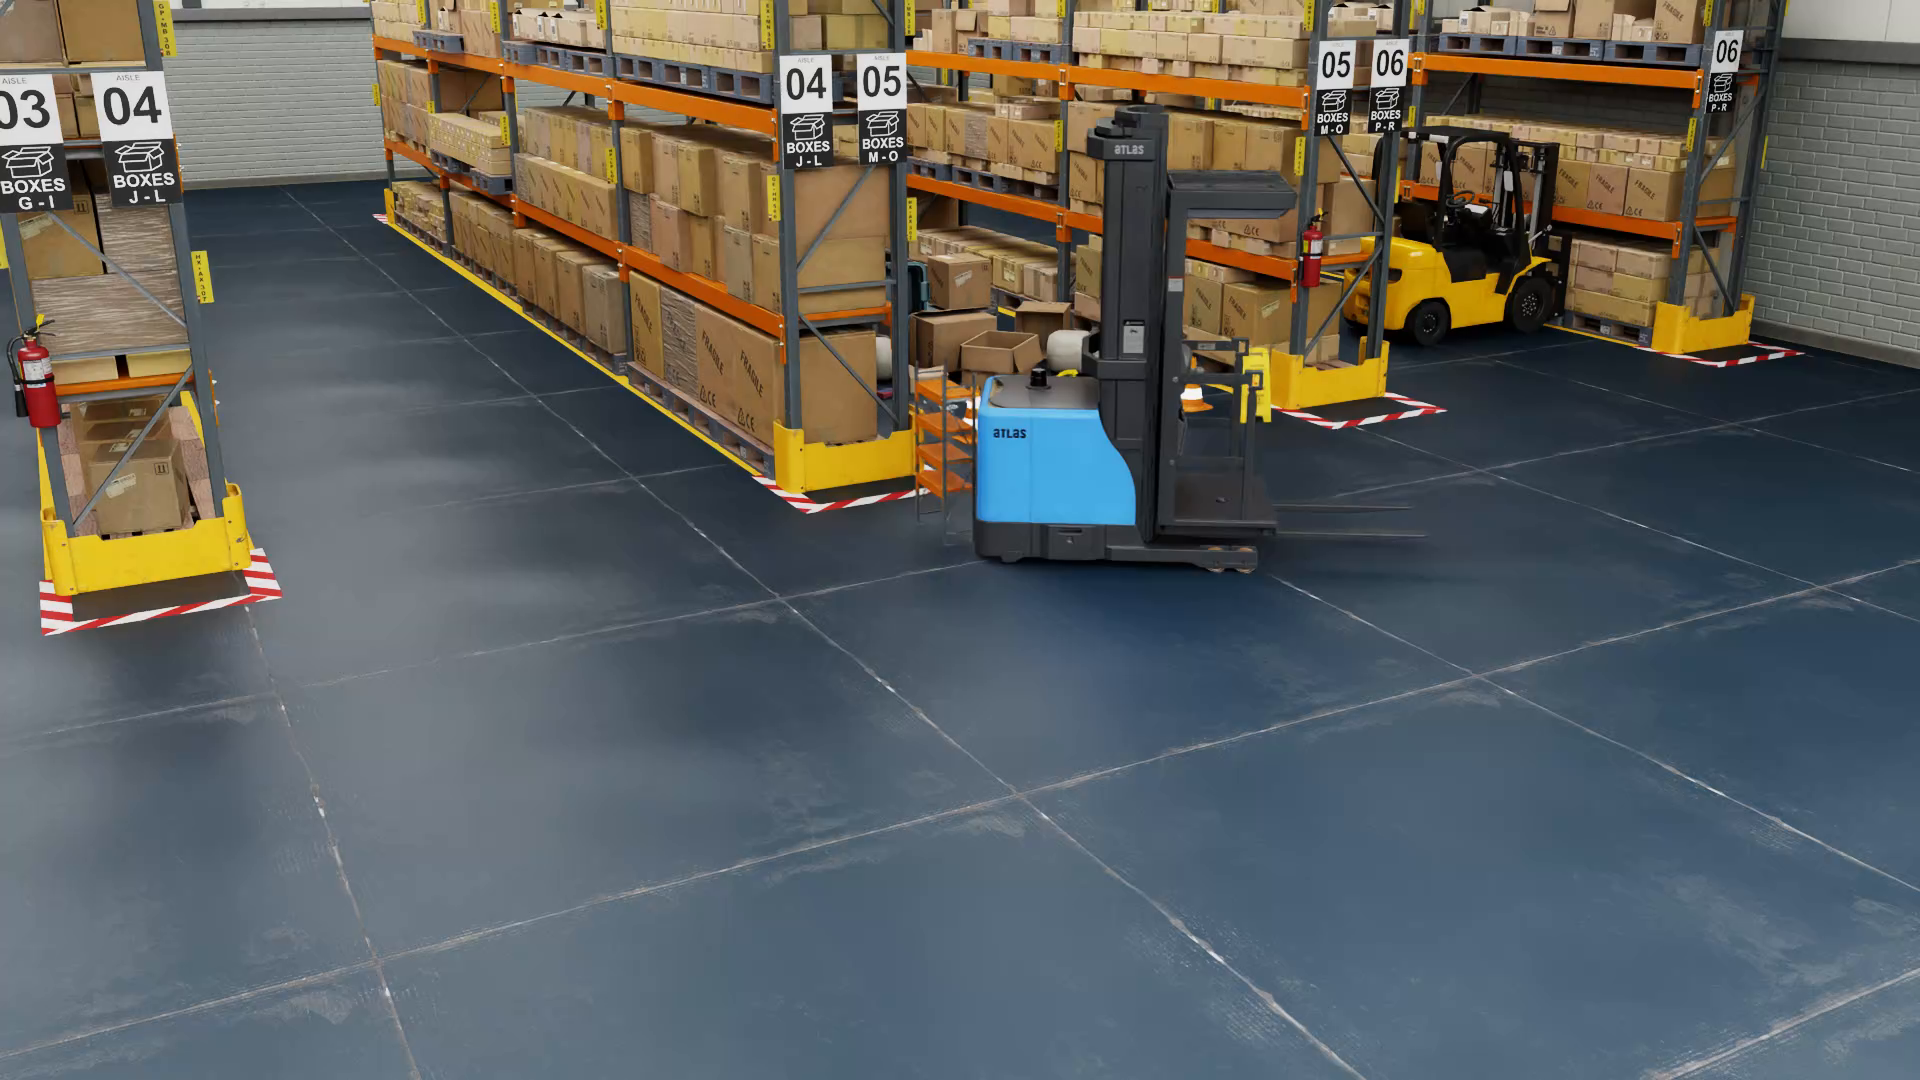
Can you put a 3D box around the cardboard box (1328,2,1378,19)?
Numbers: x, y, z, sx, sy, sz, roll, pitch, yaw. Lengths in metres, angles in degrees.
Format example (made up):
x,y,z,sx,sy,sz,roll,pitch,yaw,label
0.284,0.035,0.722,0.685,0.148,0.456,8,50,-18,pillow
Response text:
x,y,z,sx,sy,sz,roll,pitch,yaw,label
4.985,-6.636,21.006,0.500,0.311,0.500,-11,22,-28,cardboard box

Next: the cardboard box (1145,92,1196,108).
x,y,z,sx,sy,sz,roll,pitch,yaw,label
3.070,-6.460,24.951,0.797,0.503,0.637,-11,22,-28,cardboard box

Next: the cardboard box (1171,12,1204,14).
x,y,z,sx,sy,sz,roll,pitch,yaw,label
2.358,-5.268,16.863,0.380,0.149,0.250,-9,21,-25,cardboard box

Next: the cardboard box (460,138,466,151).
x,y,z,sx,sy,sz,roll,pitch,yaw,label
-5.916,-4.869,20.427,0.380,0.149,0.250,-9,21,-25,cardboard box

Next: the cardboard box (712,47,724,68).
x,y,z,sx,sy,sz,roll,pitch,yaw,label
-1.685,-3.717,12.794,0.380,0.149,0.250,-10,21,-26,cardboard box

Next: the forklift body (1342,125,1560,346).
x,y,z,sx,sy,sz,roll,pitch,yaw,label
5.301,-3.337,18.003,2.313,2.155,1.214,-10,21,-27,forklift body

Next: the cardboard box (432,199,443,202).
x,y,z,sx,sy,sz,roll,pitch,yaw,label
-7.299,-4.773,23.680,0.380,0.149,0.250,-9,21,-25,cardboard box

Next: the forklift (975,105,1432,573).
x,y,z,sx,sy,sz,roll,pitch,yaw,label
1.643,-1.346,11.040,3.031,2.935,1.130,1,19,4,forklift

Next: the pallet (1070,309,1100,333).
x,y,z,sx,sy,sz,roll,pitch,yaw,label
1.891,-2.349,18.115,1.003,0.211,1.213,-10,21,-27,pallet

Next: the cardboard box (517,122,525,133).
x,y,z,sx,sy,sz,roll,pitch,yaw,label
-5.341,-5.108,20.664,0.380,0.149,0.250,-9,21,-25,cardboard box

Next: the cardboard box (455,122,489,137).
x,y,z,sx,sy,sz,roll,pitch,yaw,label
-6.038,-5.084,20.595,0.380,0.149,0.250,-9,21,-25,cardboard box

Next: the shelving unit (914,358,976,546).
x,y,z,sx,sy,sz,roll,pitch,yaw,label
-0.104,-0.615,11.573,0.258,1.200,0.503,-8,21,-22,shelving unit

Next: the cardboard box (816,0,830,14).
x,y,z,sx,sy,sz,roll,pitch,yaw,label
-0.864,-4.049,12.535,0.380,0.149,0.250,-10,21,-26,cardboard box

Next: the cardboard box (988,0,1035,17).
x,y,z,sx,sy,sz,roll,pitch,yaw,label
0.650,-6.072,18.852,0.500,0.250,0.500,-10,21,-26,cardboard box

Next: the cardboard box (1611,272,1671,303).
x,y,z,sx,sy,sz,roll,pitch,yaw,label
7.301,-2.702,17.669,0.500,0.250,0.500,-10,22,-27,cardboard box

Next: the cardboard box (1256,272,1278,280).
x,y,z,sx,sy,sz,roll,pitch,yaw,label
3.037,-2.390,16.381,0.500,0.500,0.500,-11,22,-29,cardboard box

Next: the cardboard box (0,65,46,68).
x,y,z,sx,sy,sz,roll,pitch,yaw,label
-5.934,-2.892,10.435,0.380,0.149,0.250,-11,22,-29,cardboard box

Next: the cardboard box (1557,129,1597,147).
x,y,z,sx,sy,sz,roll,pitch,yaw,label
6.757,-4.392,18.156,0.380,0.149,0.250,-10,21,-26,cardboard box

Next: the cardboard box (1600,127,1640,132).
x,y,z,sx,sy,sz,roll,pitch,yaw,label
7.314,-4.490,18.440,0.380,0.149,0.250,-11,22,-28,cardboard box

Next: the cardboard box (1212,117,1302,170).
x,y,z,sx,sy,sz,roll,pitch,yaw,label
2.772,-3.626,15.399,0.700,0.500,0.500,-10,21,-26,cardboard box

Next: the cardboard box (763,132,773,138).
x,y,z,sx,sy,sz,roll,pitch,yaw,label
-2.703,-6.292,25.113,0.500,0.500,0.500,-10,21,-26,cardboard box

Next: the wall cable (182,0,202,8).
x,y,z,sx,sy,sz,roll,pitch,yaw,label
-12.530,-12.278,28.485,2.277,5.999,0.120,-10,21,-27,wall cable

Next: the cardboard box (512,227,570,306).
x,y,z,sx,sy,sz,roll,pitch,yaw,label
-4.457,-3.153,18.976,1.050,0.750,0.750,-10,22,-27,cardboard box

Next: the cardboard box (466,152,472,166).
x,y,z,sx,sy,sz,roll,pitch,yaw,label
-5.789,-4.652,20.254,0.380,0.149,0.250,-11,22,-29,cardboard box

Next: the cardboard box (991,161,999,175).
x,y,z,sx,sy,sz,roll,pitch,yaw,label
0.582,-4.334,19.335,0.380,0.149,0.250,-10,21,-27,cardboard box

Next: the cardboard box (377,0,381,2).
x,y,z,sx,sy,sz,roll,pitch,yaw,label
-8.342,-7.982,24.418,0.380,0.149,0.250,-10,21,-27,cardboard box

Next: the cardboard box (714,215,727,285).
x,y,z,sx,sy,sz,roll,pitch,yaw,label
-1.520,-2.415,13.803,0.875,0.550,0.550,-10,21,-27,cardboard box

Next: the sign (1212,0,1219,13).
x,y,z,sx,sy,sz,roll,pitch,yaw,label
3.530,-7.351,22.946,0.100,0.325,0.005,-10,21,-27,sign

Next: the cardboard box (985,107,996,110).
x,y,z,sx,sy,sz,roll,pitch,yaw,label
0.598,-5.010,20.299,0.500,0.500,0.500,-12,22,-30,cardboard box

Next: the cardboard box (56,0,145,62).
x,y,z,sx,sy,sz,roll,pitch,yaw,label
-5.748,-3.481,11.147,0.500,0.500,0.500,-10,21,-27,cardboard box

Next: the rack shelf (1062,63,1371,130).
x,y,z,sx,sy,sz,roll,pitch,yaw,label
2.491,-4.358,16.167,1.077,0.370,4.000,-10,21,-27,rack shelf

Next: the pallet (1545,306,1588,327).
x,y,z,sx,sy,sz,roll,pitch,yaw,label
6.832,-2.721,19.192,1.003,0.211,1.213,-10,21,-27,pallet

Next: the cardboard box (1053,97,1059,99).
x,y,z,sx,sy,sz,roll,pitch,yaw,label
1.867,-7.317,28.013,0.500,0.250,0.500,-10,22,-27,cardboard box

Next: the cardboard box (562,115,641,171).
x,y,z,sx,sy,sz,roll,pitch,yaw,label
-3.732,-4.158,17.396,0.700,0.500,0.500,-10,22,-27,cardboard box

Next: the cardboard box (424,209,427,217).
x,y,z,sx,sy,sz,roll,pitch,yaw,label
-7.558,-4.775,24.142,0.380,0.149,0.250,-11,22,-29,cardboard box

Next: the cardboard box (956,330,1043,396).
x,y,z,sx,sy,sz,roll,pitch,yaw,label
0.378,-1.638,15.607,0.637,0.503,0.797,7,20,20,cardboard box

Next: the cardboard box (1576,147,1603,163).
x,y,z,sx,sy,sz,roll,pitch,yaw,label
6.903,-4.181,18.002,0.380,0.149,0.250,-11,22,-28,cardboard box

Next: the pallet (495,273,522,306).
x,y,z,sx,sy,sz,roll,pitch,yaw,label
-5.036,-3.113,20.330,1.003,0.211,1.213,-10,21,-27,pallet

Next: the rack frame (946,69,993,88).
x,y,z,sx,sy,sz,roll,pitch,yaw,label
0.209,-8.069,30.417,1.000,3.000,0.127,-10,21,-27,rack frame

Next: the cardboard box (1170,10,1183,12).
x,y,z,sx,sy,sz,roll,pitch,yaw,label
3.263,-7.594,24.060,0.380,0.149,0.250,-10,21,-27,cardboard box

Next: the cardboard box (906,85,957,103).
x,y,z,sx,sy,sz,roll,pitch,yaw,label
-0.377,-5.702,21.871,0.500,0.500,0.500,-11,22,-28,cardboard box

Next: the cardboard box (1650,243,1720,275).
x,y,z,sx,sy,sz,roll,pitch,yaw,label
7.745,-3.015,17.808,0.500,0.250,0.500,-10,22,-27,cardboard box

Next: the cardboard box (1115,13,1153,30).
x,y,z,sx,sy,sz,roll,pitch,yaw,label
1.771,-5.163,16.558,0.380,0.149,0.250,-10,21,-27,cardboard box

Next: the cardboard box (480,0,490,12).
x,y,z,sx,sy,sz,roll,pitch,yaw,label
-5.344,-6.255,19.234,0.396,0.266,0.258,-10,21,-27,cardboard box

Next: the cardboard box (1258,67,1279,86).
x,y,z,sx,sy,sz,roll,pitch,yaw,label
2.878,-4.131,14.790,0.380,0.149,0.250,-10,21,-26,cardboard box

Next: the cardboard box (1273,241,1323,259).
x,y,z,sx,sy,sz,roll,pitch,yaw,label
3.075,-2.662,15.131,0.380,0.149,0.250,-9,21,-25,cardboard box

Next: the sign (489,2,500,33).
x,y,z,sx,sy,sz,roll,pitch,yaw,label
-5.145,-5.786,18.409,0.100,0.325,0.005,-10,21,-27,sign

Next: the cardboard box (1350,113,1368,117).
x,y,z,sx,sy,sz,roll,pitch,yaw,label
5.247,-5.557,21.990,0.380,0.149,0.250,-10,21,-26,cardboard box

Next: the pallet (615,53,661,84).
x,y,z,sx,sy,sz,roll,pitch,yaw,label
-2.388,-4.198,14.737,1.003,0.211,1.213,-10,21,-27,pallet

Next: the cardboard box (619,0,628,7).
x,y,z,sx,sy,sz,roll,pitch,yaw,label
-2.771,-4.750,14.566,0.380,0.149,0.250,-10,21,-27,cardboard box

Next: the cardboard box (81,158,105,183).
x,y,z,sx,sy,sz,roll,pitch,yaw,label
-6.249,-2.606,12.444,0.500,0.500,0.500,-10,21,-27,cardboard box

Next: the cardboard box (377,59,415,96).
x,y,z,sx,sy,sz,roll,pitch,yaw,label
-8.486,-6.994,25.159,0.500,0.500,0.500,-10,21,-27,cardboard box

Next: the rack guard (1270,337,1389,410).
x,y,z,sx,sy,sz,roll,pitch,yaw,label
3.404,-1.546,15.346,1.175,0.500,0.348,-10,21,-27,rack guard

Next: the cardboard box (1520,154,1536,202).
x,y,z,sx,sy,sz,roll,pitch,yaw,label
6.612,-4.064,18.657,0.500,0.500,0.500,-10,21,-26,cardboard box

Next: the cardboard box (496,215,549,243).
x,y,z,sx,sy,sz,roll,pitch,yaw,label
-5.222,-3.734,19.893,0.500,0.250,0.500,-11,22,-28,cardboard box

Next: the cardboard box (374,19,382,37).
x,y,z,sx,sy,sz,roll,pitch,yaw,label
-8.477,-7.682,24.927,0.500,0.250,0.500,-9,21,-25,cardboard box

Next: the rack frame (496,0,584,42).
x,y,z,sx,sy,sz,roll,pitch,yaw,label
-4.667,-7.043,18.246,1.000,3.000,0.127,-10,21,-27,rack frame

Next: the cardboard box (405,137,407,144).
x,y,z,sx,sy,sz,roll,pitch,yaw,label
-8.011,-5.954,24.672,0.380,0.149,0.250,-10,22,-27,cardboard box
